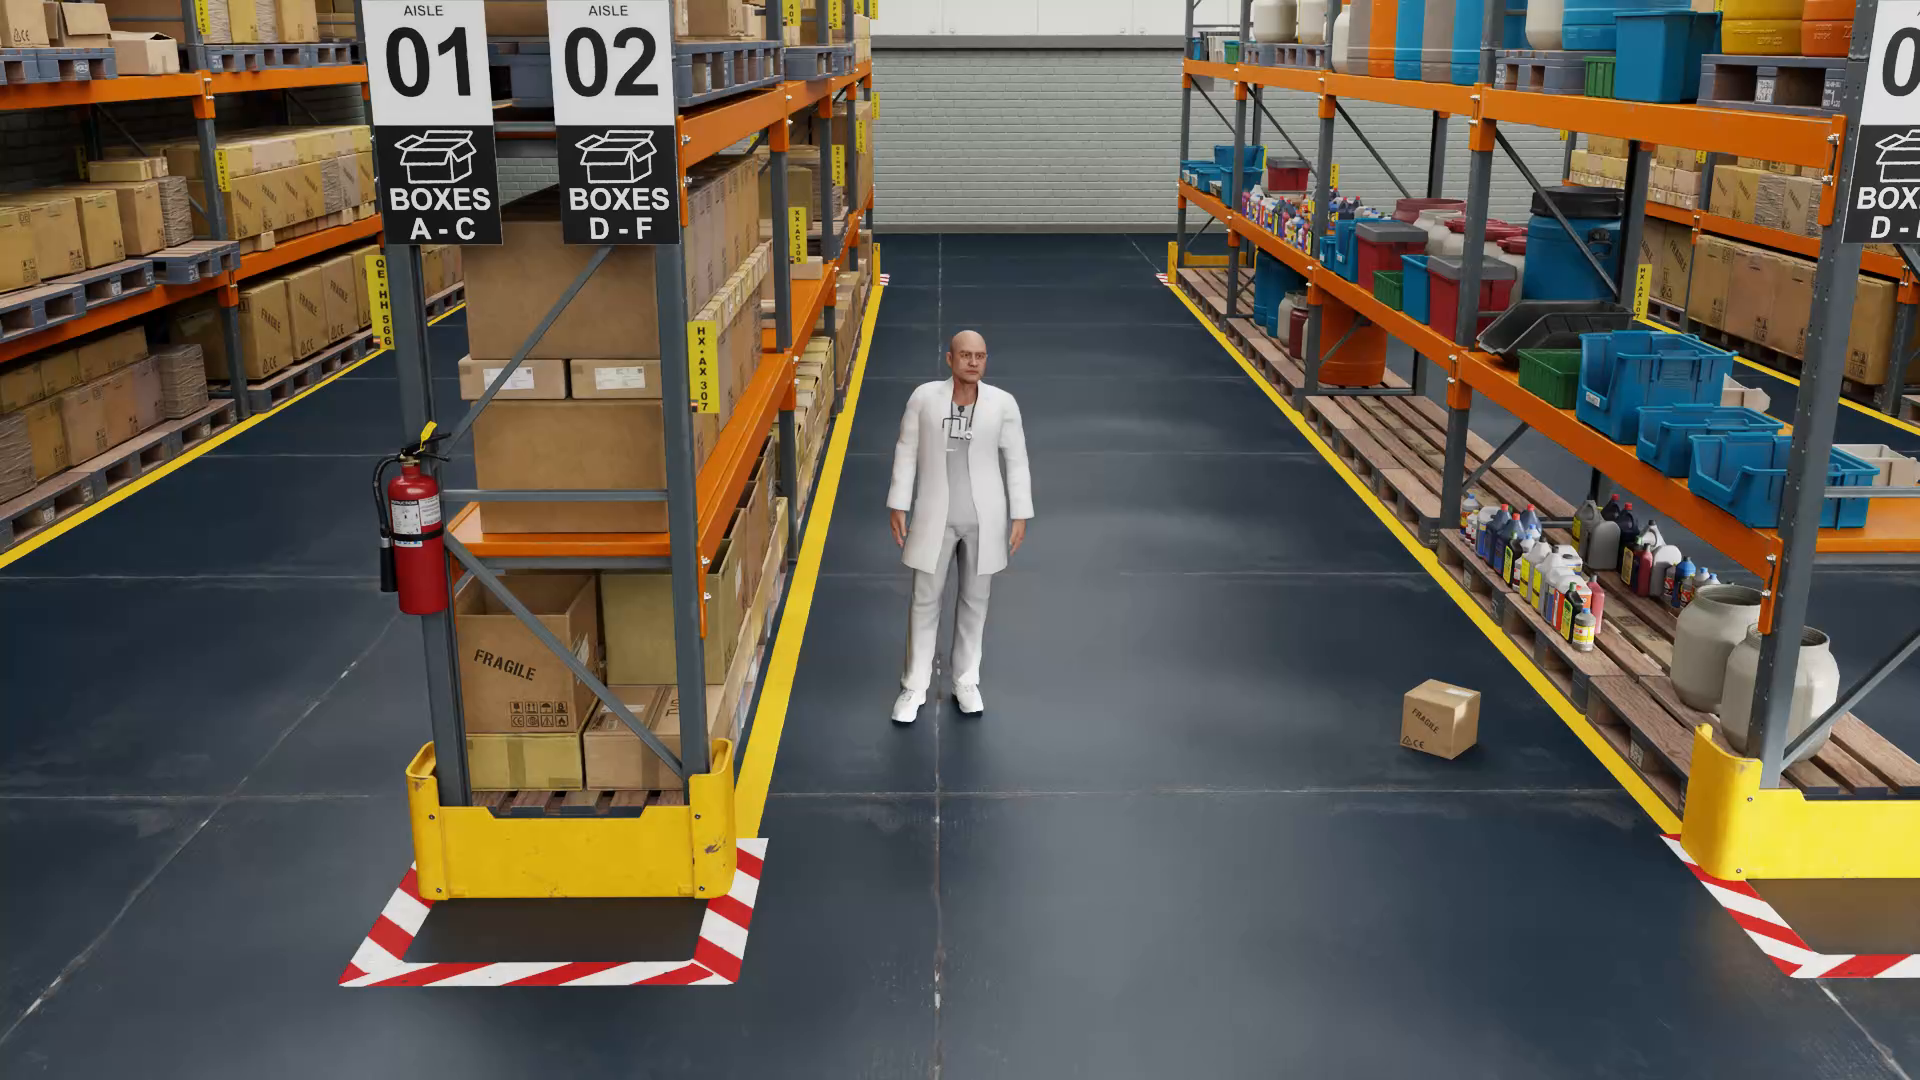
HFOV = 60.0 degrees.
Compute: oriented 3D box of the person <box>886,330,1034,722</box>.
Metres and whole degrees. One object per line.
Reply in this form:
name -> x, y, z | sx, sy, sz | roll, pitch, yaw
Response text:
person -> 0.001, -0.065, 7.751 | 0.697, 1.779, 0.578 | 0, 17, -1
